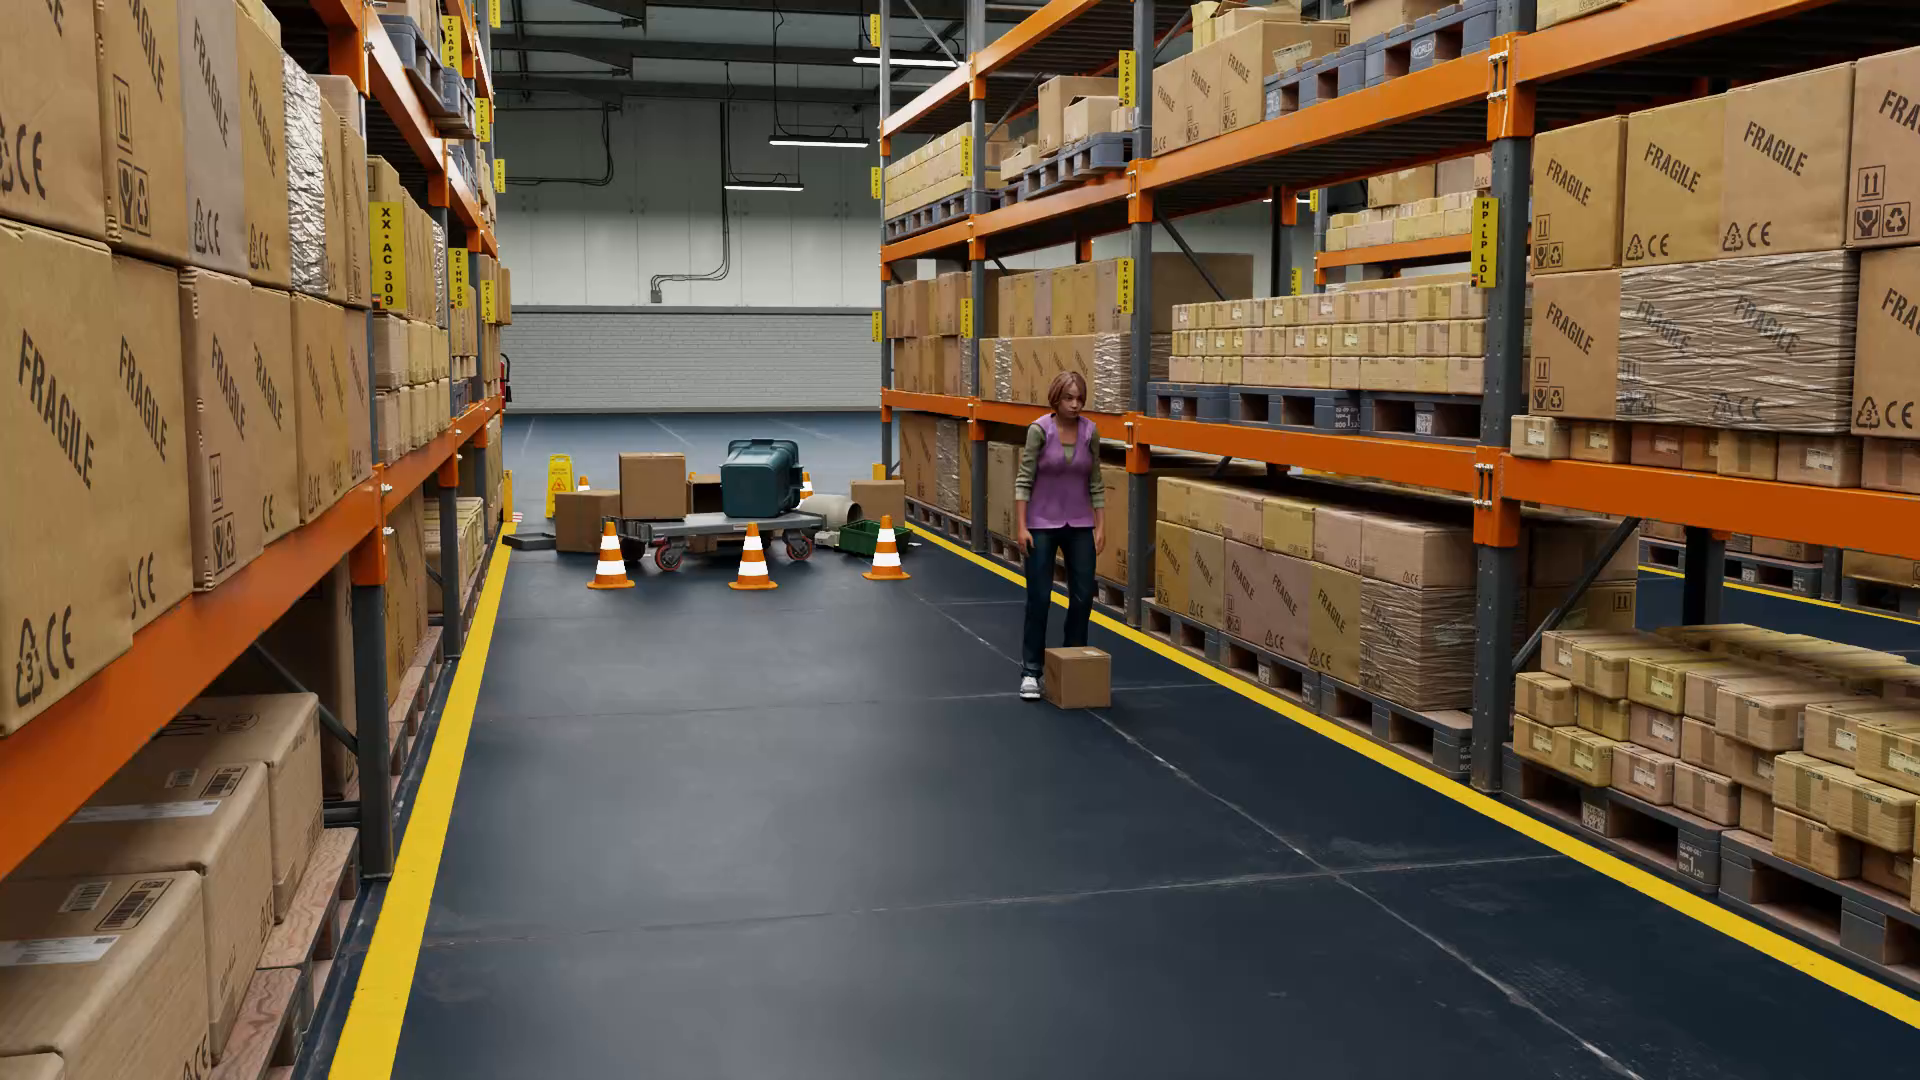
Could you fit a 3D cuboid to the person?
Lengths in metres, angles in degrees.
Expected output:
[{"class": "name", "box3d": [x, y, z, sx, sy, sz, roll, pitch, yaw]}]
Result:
[{"class": "person", "box3d": [0.500, -0.029, 8.147, 0.459, 1.591, 0.369, -2, 7, -13]}]
